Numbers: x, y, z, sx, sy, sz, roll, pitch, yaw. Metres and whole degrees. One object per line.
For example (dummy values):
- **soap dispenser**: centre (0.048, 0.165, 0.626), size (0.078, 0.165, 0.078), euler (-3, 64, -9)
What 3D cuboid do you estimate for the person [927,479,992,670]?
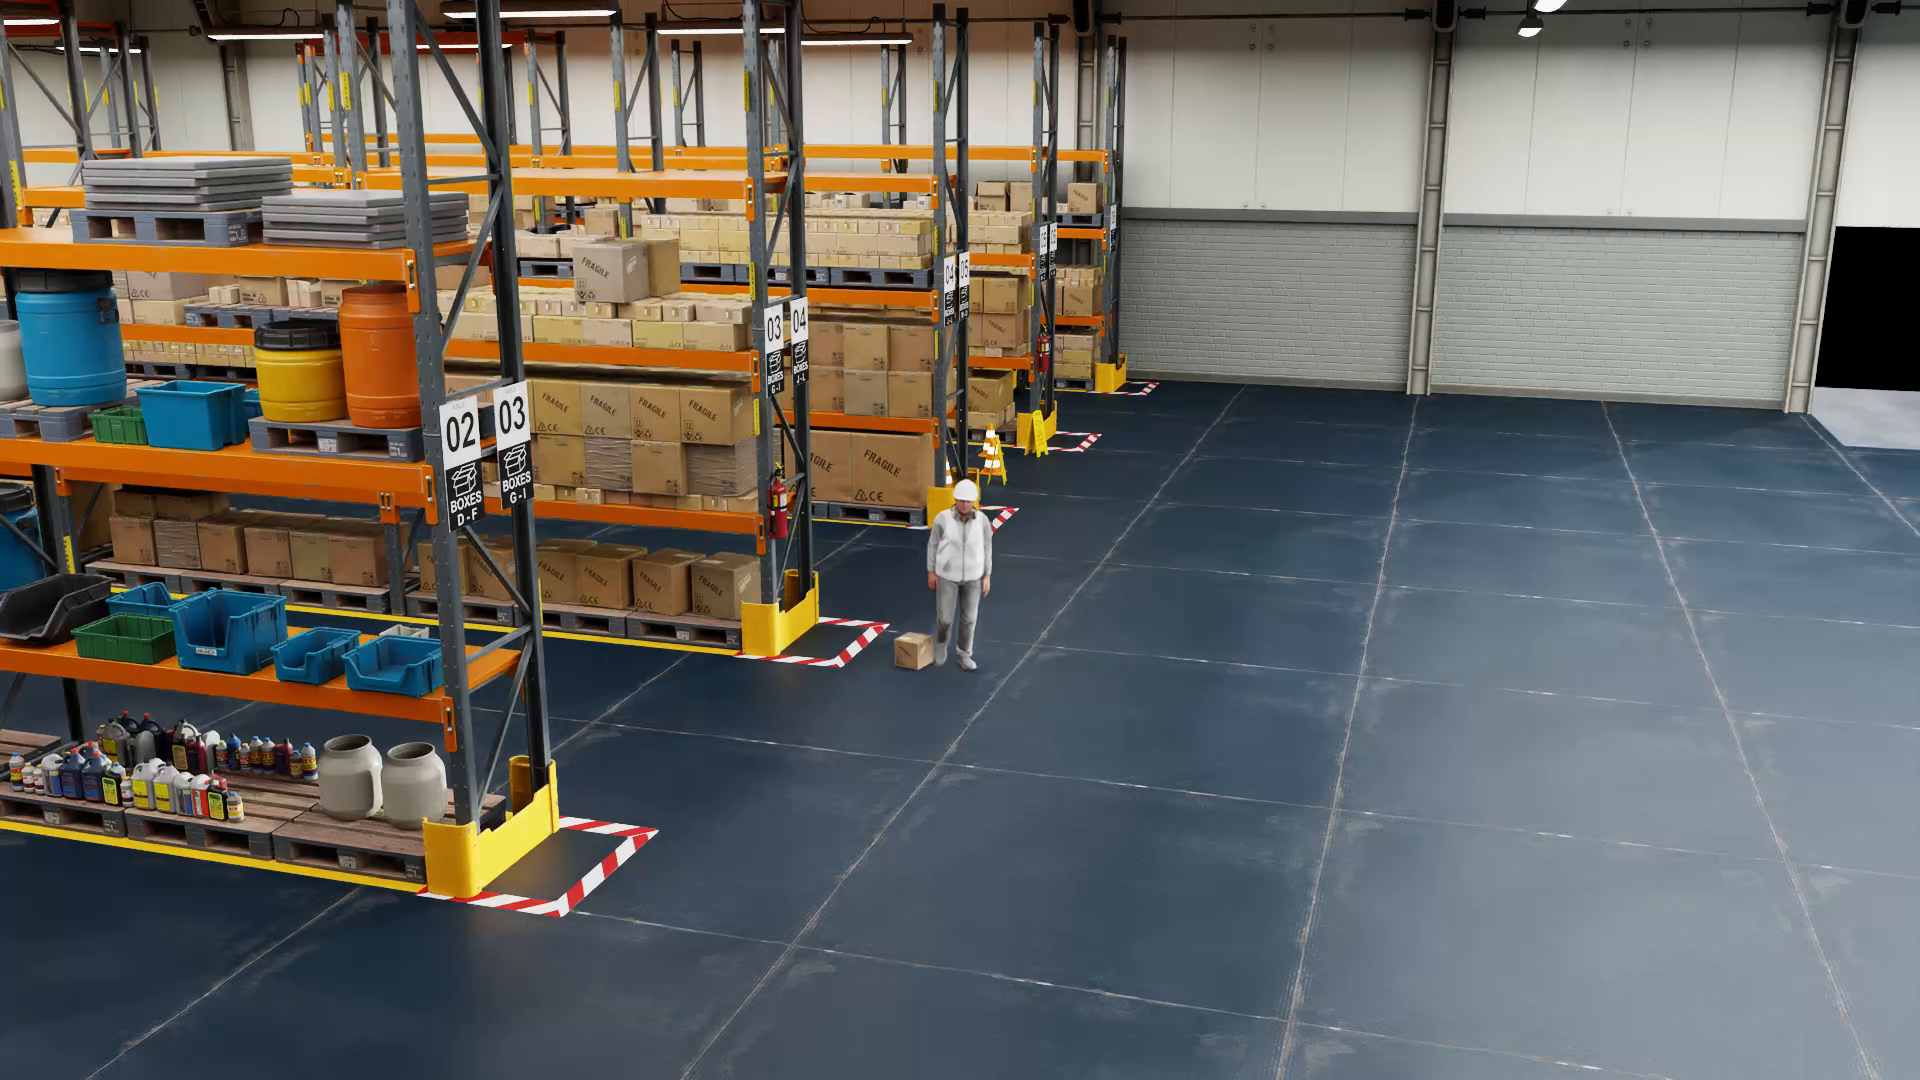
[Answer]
- **person**: centre (-0.005, 0.305, 14.725), size (0.568, 1.759, 0.539), euler (-3, 15, -12)
